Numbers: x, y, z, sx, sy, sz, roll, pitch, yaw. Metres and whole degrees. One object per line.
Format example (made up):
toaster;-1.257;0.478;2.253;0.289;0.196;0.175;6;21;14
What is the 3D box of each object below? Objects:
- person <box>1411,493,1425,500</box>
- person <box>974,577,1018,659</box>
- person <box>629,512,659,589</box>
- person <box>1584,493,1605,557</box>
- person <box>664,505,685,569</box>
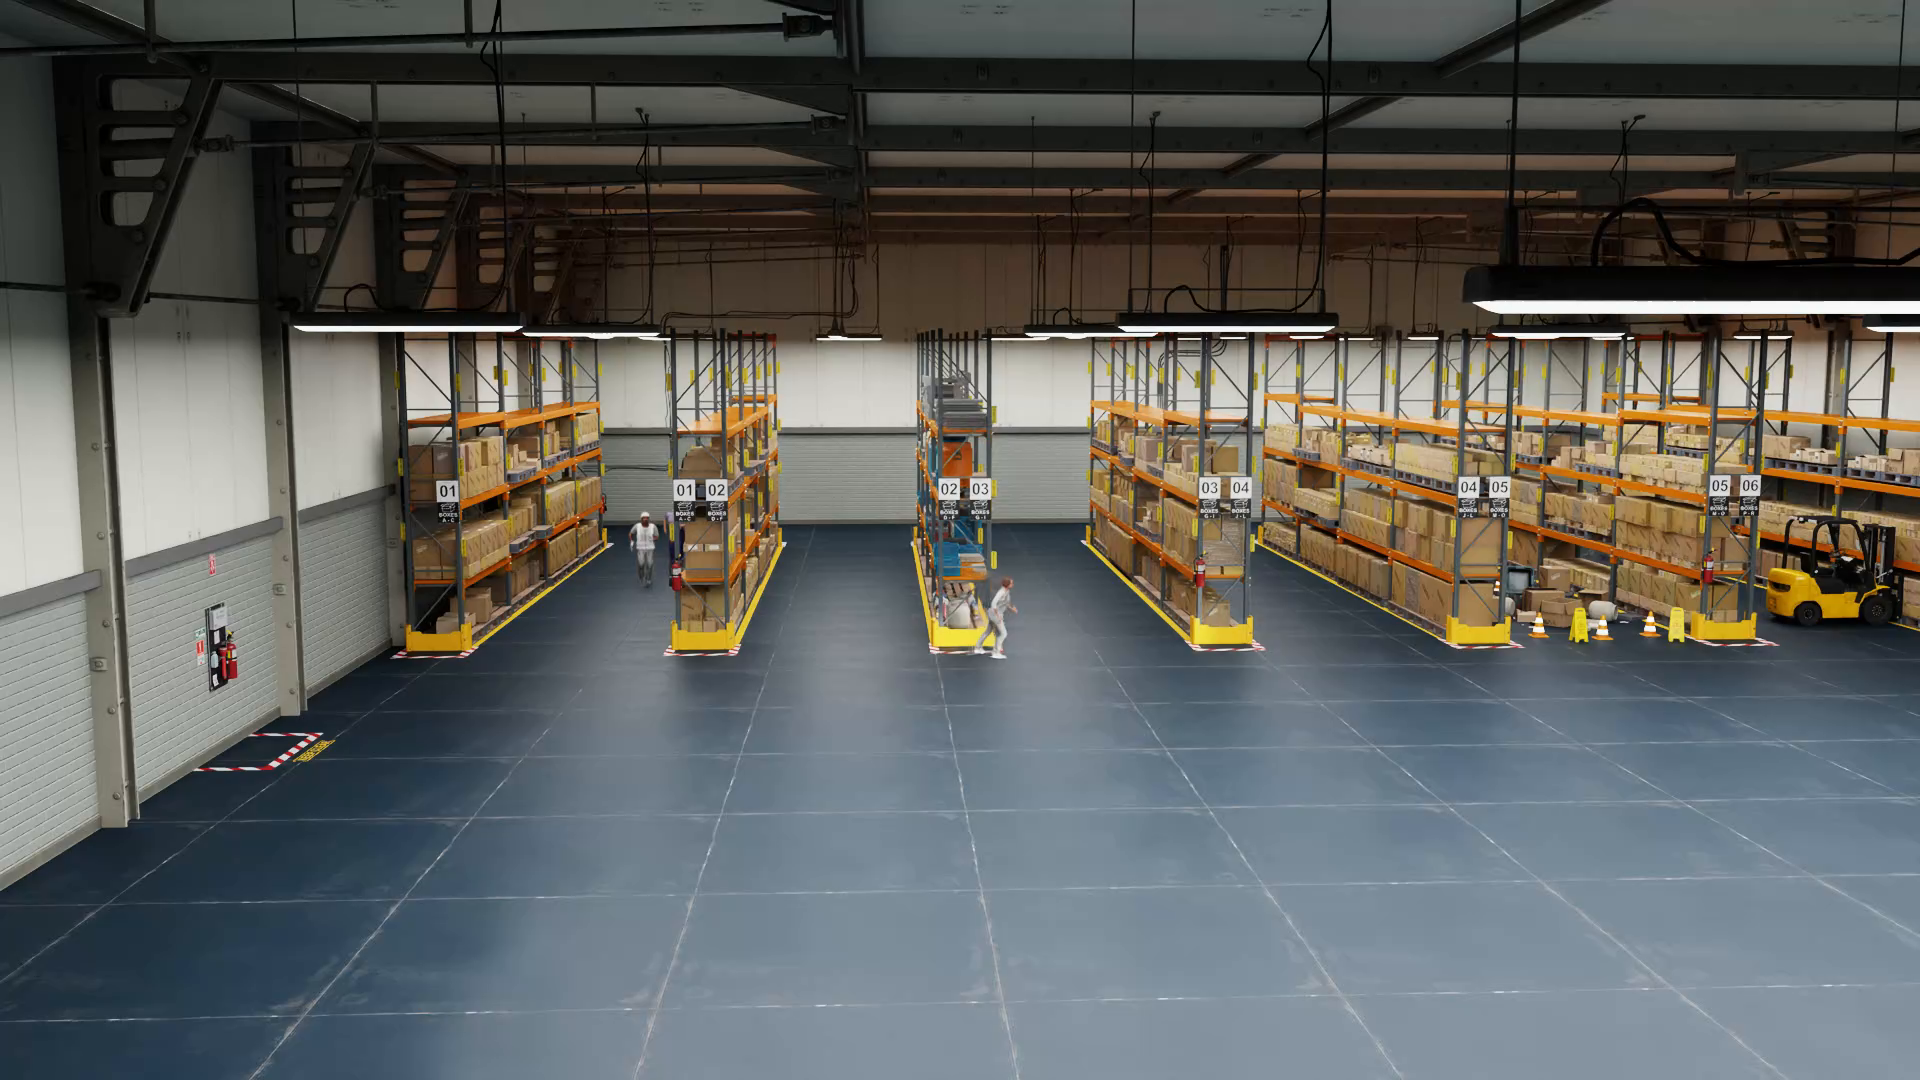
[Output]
person;13.579;-0.970;49.475;0.859;1.734;0.711;1;7;6
person;0.660;1.405;30.397;0.809;1.520;0.587;0;7;1
person;-7.397;0.240;39.057;0.671;1.794;0.711;-2;7;-15
person;17.097;-0.393;44.775;0.658;1.724;0.775;-3;7;-25
person;-7.293;-0.108;42.674;0.626;1.715;0.761;0;7;-2
